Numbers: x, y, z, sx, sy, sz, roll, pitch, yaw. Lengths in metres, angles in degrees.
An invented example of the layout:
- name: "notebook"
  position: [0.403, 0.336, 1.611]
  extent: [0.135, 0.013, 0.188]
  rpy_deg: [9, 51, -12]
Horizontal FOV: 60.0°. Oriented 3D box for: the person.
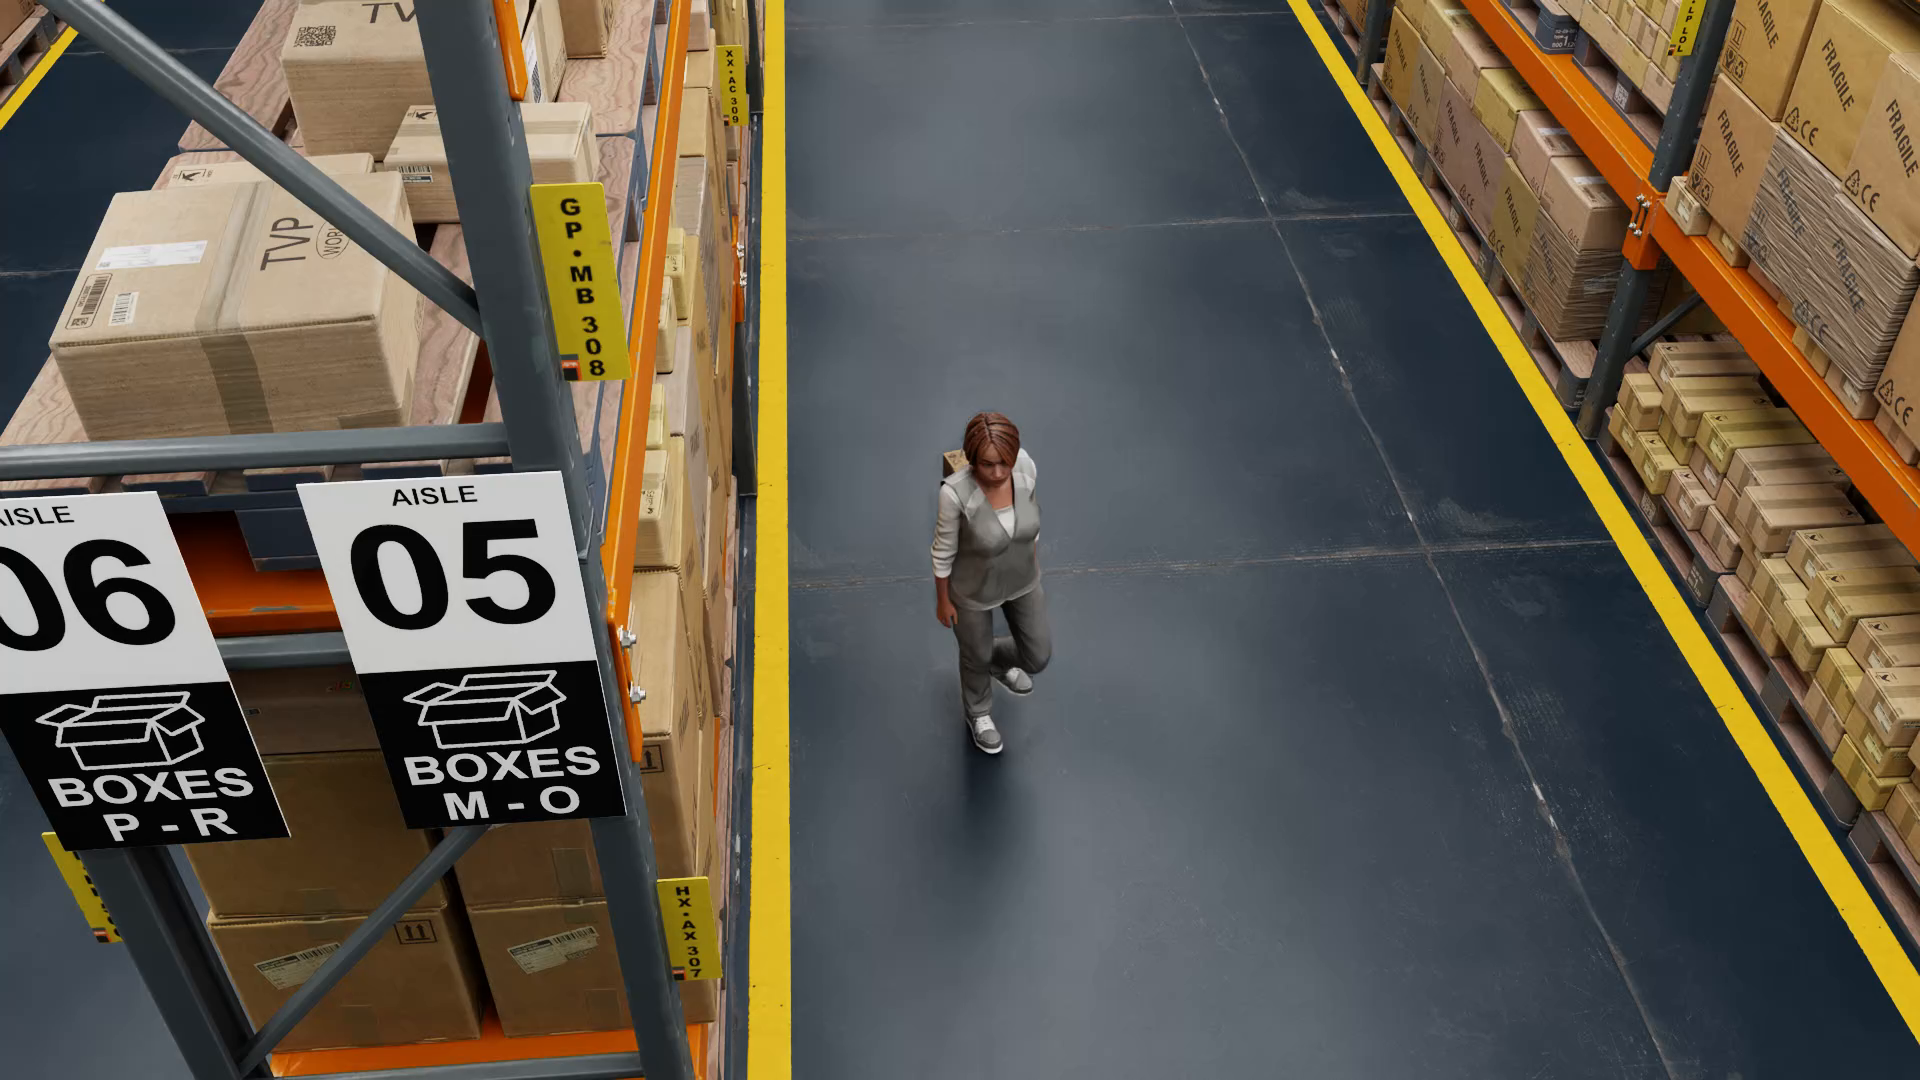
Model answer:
- name: "person"
  position: [0.100, 0.139, 5.981]
  extent: [0.471, 1.588, 0.449]
  rpy_deg: [-16, 42, -18]
